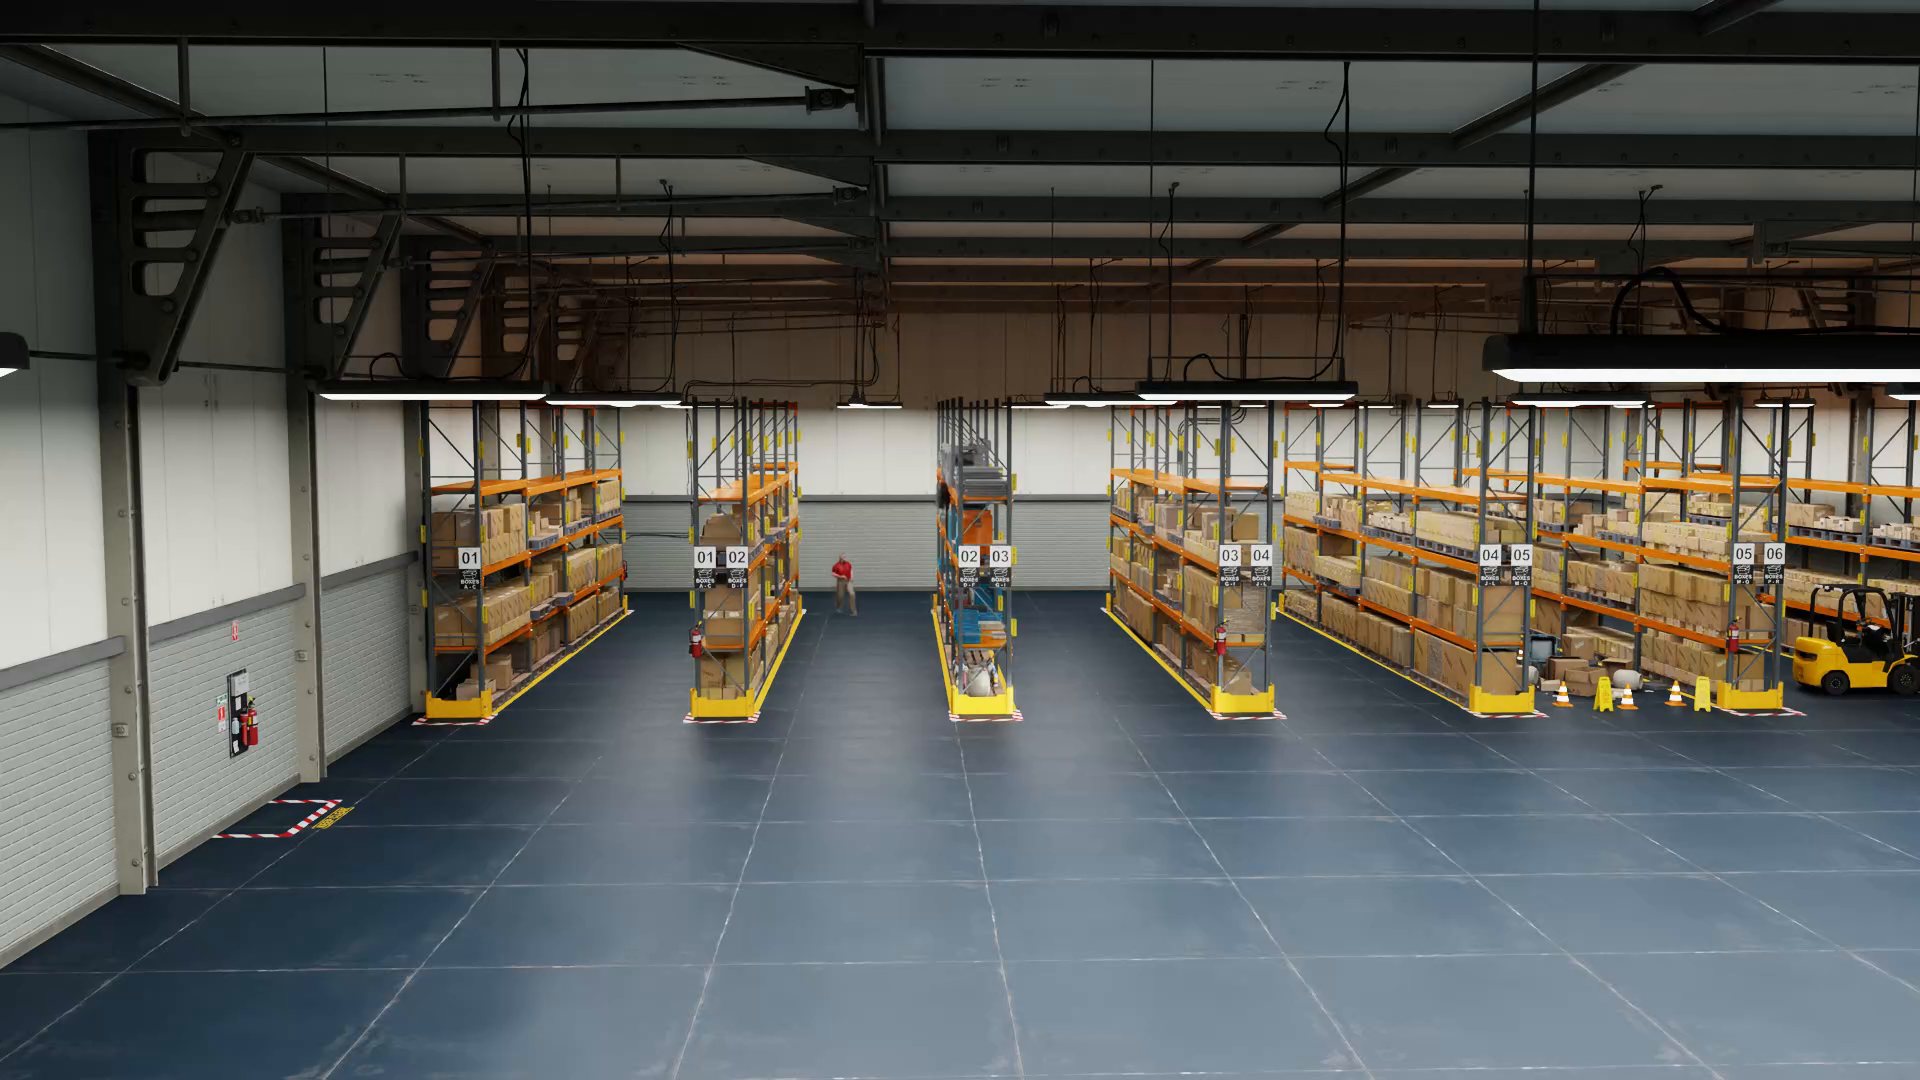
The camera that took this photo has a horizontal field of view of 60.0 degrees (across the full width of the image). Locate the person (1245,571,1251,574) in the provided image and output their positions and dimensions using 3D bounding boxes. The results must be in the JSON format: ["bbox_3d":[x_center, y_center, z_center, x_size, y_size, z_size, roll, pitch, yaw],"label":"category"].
[{"bbox_3d":[8.095,1.313,46.452,0.617,1.709,0.901,0,4,4],"label":"person"}]

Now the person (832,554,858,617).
[{"bbox_3d":[-3.278,1.268,46.708,0.661,1.769,0.882,-2,5,-23],"label":"person"}]
